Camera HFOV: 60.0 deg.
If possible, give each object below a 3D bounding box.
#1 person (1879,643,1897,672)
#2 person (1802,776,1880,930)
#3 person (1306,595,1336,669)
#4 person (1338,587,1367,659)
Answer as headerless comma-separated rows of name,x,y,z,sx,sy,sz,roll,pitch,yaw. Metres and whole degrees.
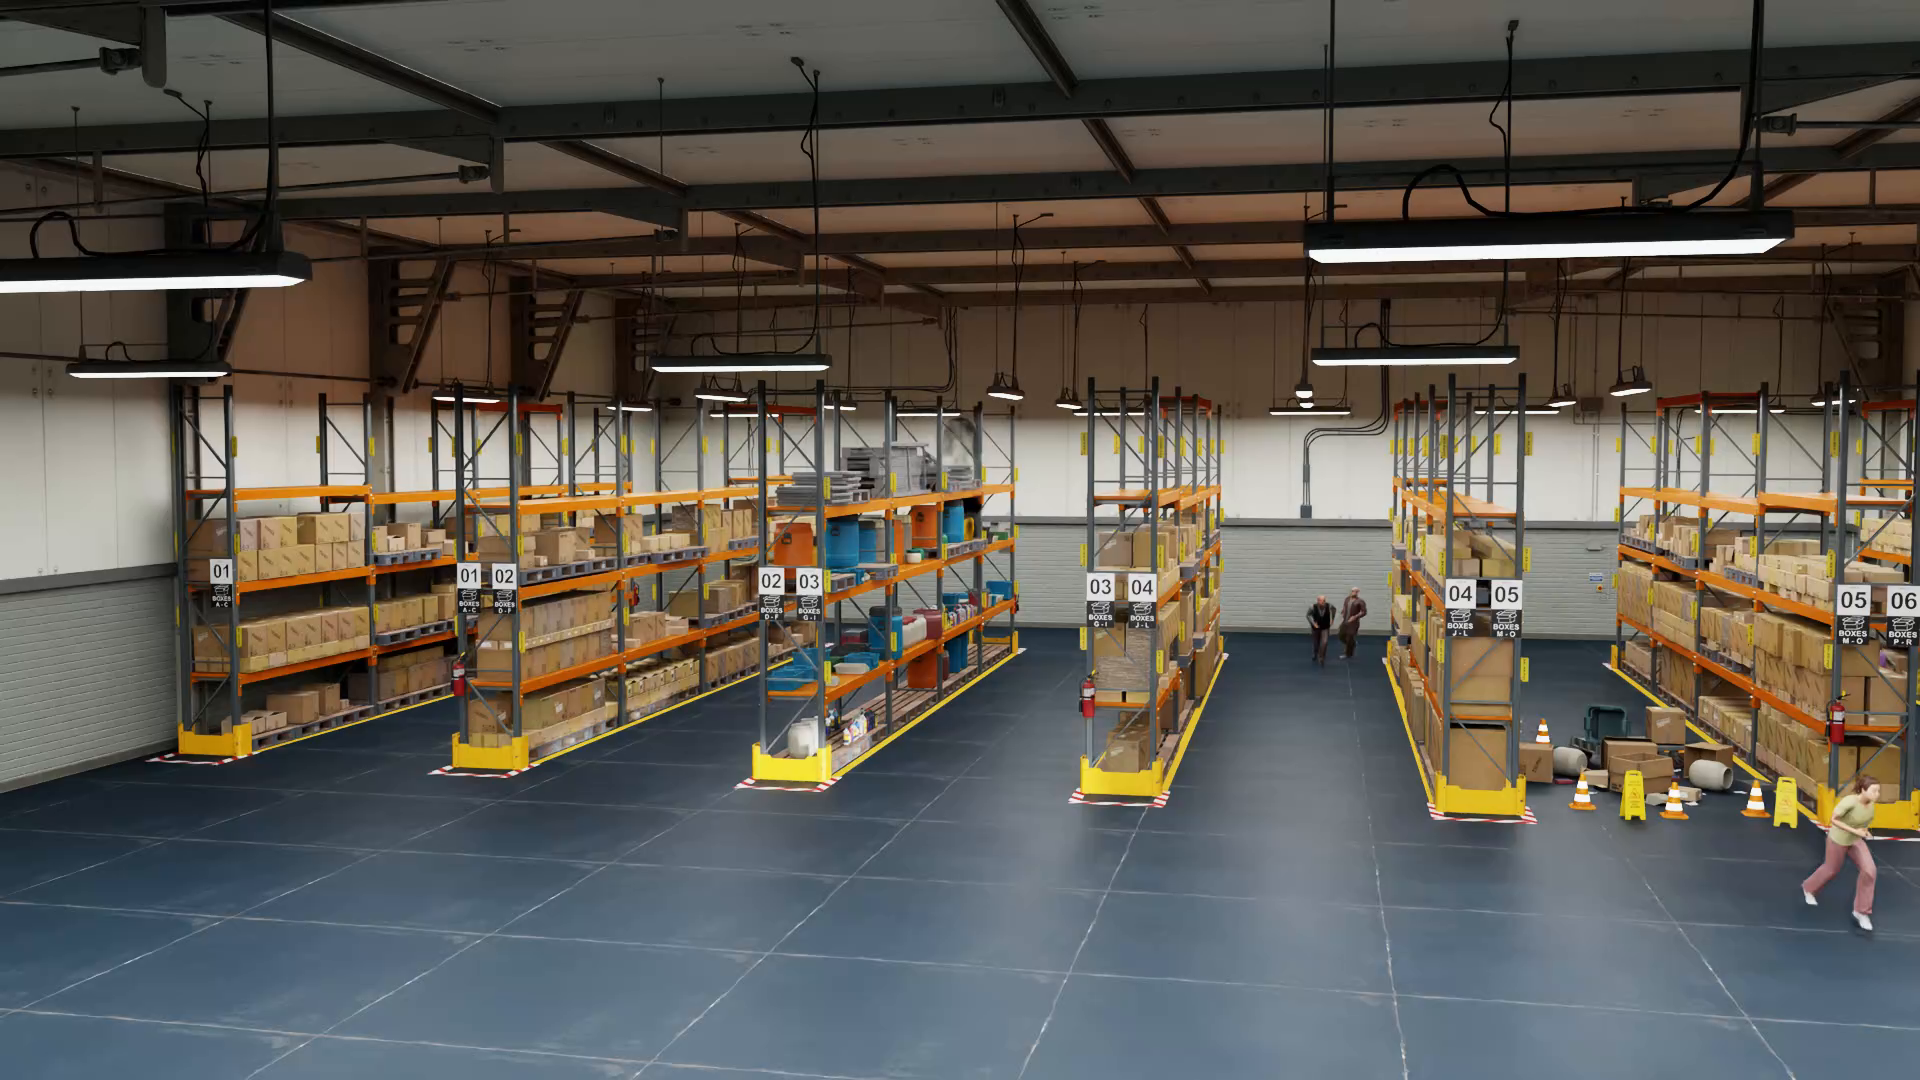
person,16.388,2.576,29.751,0.547,1.538,0.516,0,3,-3
person,9.355,3.243,17.662,0.619,1.626,0.959,-1,3,-18
person,8.238,2.070,38.067,0.695,1.680,1.008,0,3,1
person,9.281,1.960,39.198,0.620,1.735,0.752,-2,4,-35
